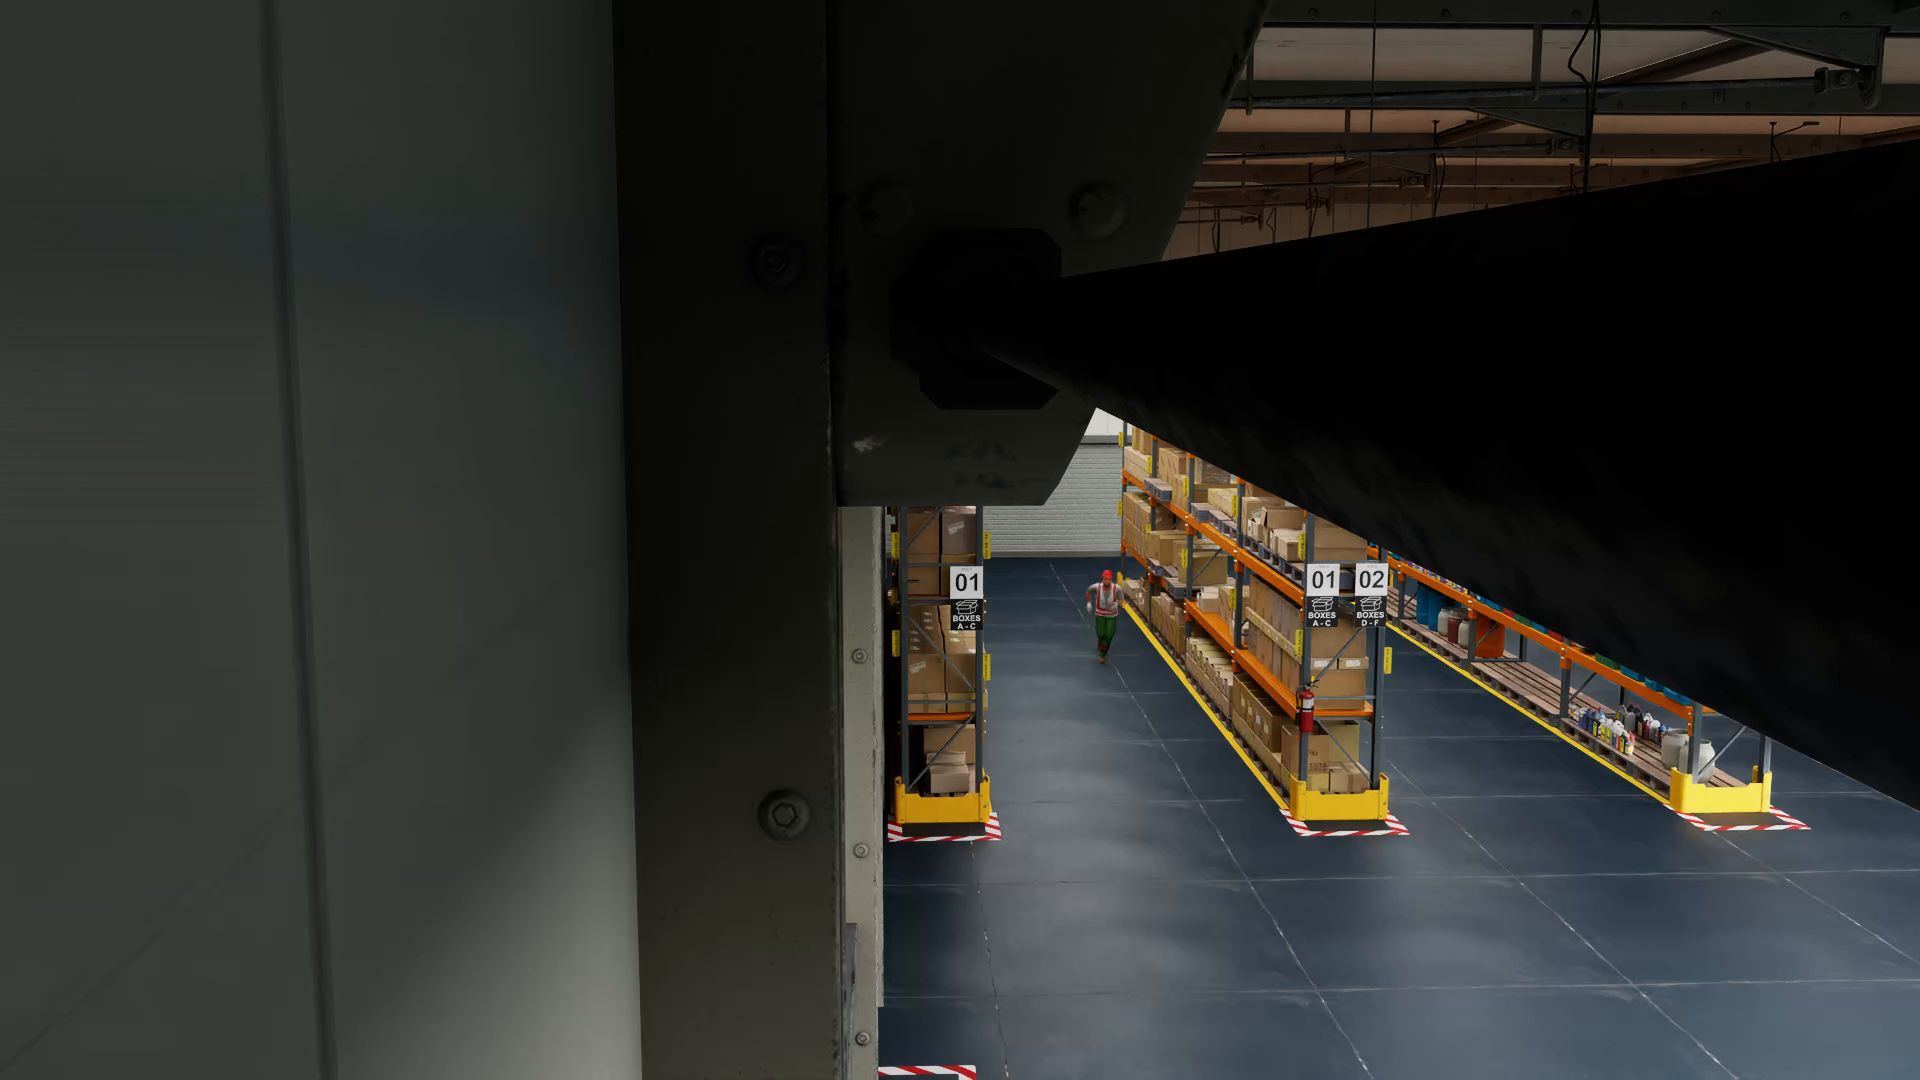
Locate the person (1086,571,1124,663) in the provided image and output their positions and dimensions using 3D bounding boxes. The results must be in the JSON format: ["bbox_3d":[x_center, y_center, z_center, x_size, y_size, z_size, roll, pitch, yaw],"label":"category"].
[{"bbox_3d":[2.574,1.365,29.431,0.649,1.703,0.718,0,8,-2],"label":"person"}]
